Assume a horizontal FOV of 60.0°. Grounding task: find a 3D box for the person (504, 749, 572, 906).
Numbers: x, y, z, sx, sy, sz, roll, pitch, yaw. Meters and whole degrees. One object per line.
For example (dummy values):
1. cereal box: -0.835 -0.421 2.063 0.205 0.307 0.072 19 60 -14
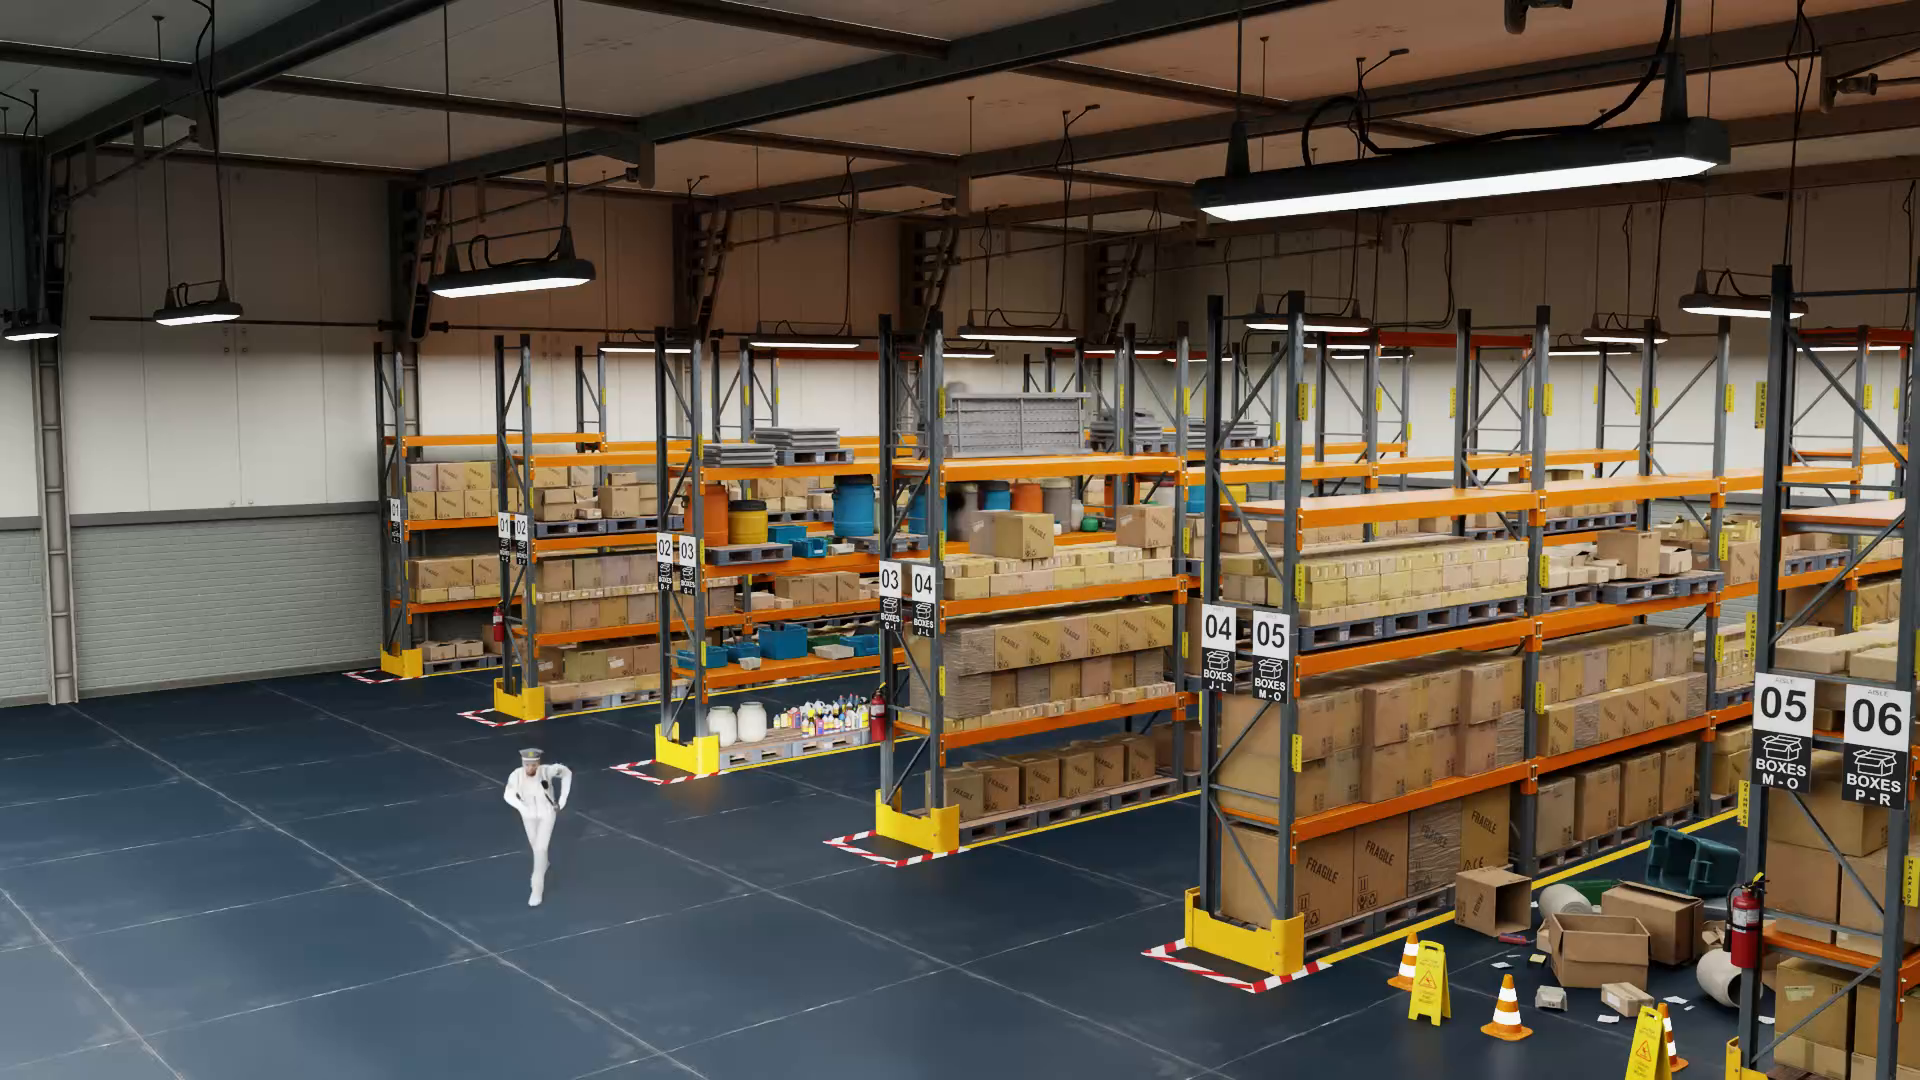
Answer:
1. person: -4.292 2.864 17.005 0.656 1.613 0.955 -1 5 -6
